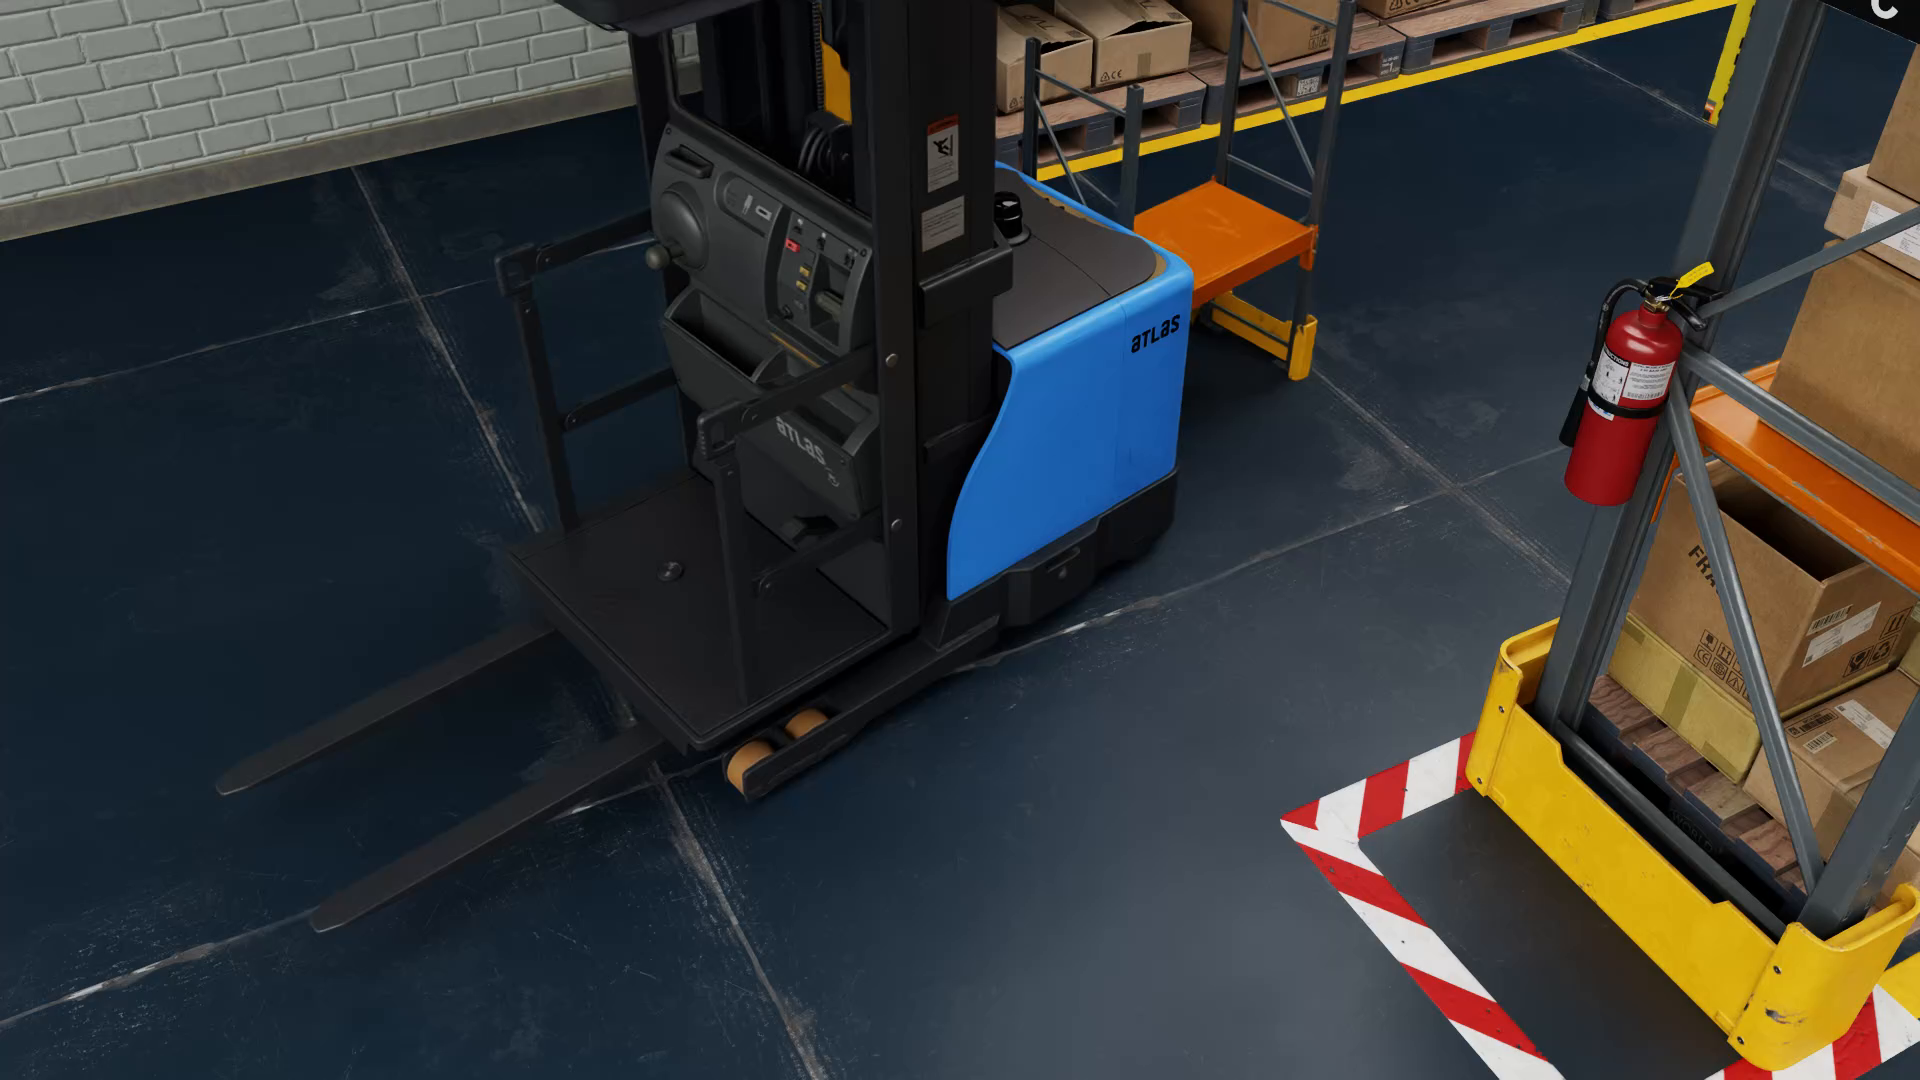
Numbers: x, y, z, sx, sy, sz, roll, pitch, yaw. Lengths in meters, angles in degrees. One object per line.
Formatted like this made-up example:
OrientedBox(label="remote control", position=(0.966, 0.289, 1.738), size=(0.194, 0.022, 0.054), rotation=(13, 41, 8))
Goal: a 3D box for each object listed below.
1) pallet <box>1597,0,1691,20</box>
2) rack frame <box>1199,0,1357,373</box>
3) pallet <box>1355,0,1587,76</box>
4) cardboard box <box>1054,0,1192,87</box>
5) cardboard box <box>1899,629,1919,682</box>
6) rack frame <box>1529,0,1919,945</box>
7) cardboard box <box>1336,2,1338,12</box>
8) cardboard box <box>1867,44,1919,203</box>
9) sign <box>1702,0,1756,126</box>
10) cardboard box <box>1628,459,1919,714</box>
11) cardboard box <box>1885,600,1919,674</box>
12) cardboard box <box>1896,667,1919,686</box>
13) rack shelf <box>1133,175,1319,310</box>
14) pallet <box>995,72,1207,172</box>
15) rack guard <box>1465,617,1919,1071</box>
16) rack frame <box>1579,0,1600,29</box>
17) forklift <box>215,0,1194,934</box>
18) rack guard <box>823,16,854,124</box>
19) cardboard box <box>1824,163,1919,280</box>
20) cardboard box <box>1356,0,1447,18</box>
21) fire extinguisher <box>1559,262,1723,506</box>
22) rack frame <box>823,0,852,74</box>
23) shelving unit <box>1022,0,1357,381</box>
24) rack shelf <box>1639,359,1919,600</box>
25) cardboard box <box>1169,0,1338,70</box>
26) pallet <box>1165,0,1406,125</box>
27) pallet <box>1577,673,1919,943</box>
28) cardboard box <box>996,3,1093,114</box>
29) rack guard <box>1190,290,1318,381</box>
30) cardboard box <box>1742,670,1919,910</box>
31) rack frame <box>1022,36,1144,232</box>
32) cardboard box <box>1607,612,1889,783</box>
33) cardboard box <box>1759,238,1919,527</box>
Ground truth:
OrientedBox(label="pallet", position=(3.865, -3.390, 9.591), size=(1.213, 0.211, 1.003), rotation=(-19, 44, -21))
OrientedBox(label="rack frame", position=(1.152, -1.347, 6.181), size=(0.032, 1.500, 0.500), rotation=(-29, 48, -30))
OrientedBox(label="pallet", position=(2.596, -2.936, 9.055), size=(1.213, 0.211, 1.003), rotation=(-19, 44, -21))
OrientedBox(label="cardboard box", position=(0.788, -2.494, 8.115), size=(0.500, 0.311, 0.500), rotation=(-15, 43, -17))
OrientedBox(label="cardboard box", position=(2.940, 0.230, 4.379), size=(0.500, 0.500, 0.500), rotation=(-19, 44, -21))
OrientedBox(label="rack frame", position=(1.919, -0.190, 3.653), size=(0.127, 3.000, 1.000), rotation=(-19, 44, -21))
OrientedBox(label="cardboard box", position=(1.747, -2.835, 8.644), size=(0.250, 0.149, 0.380), rotation=(-22, 45, -24))
OrientedBox(label="cardboard box", position=(2.386, -0.871, 3.376), size=(0.500, 0.500, 0.700), rotation=(-18, 44, -20))
OrientedBox(label="sign", position=(1.681, -1.037, 3.574), size=(0.005, 0.325, 0.100), rotation=(-19, 44, -21))
OrientedBox(label="cardboard box", position=(2.257, 0.083, 4.553), size=(0.500, 0.500, 0.500), rotation=(-19, 44, -21))
OrientedBox(label="cardboard box", position=(2.696, 0.214, 4.979), size=(0.500, 0.250, 0.500), rotation=(-19, 44, -21))
OrientedBox(label="cardboard box", position=(2.939, 0.515, 4.623), size=(0.500, 0.250, 0.500), rotation=(-19, 44, -21))
OrientedBox(label="rack shelf", position=(0.769, -0.995, 6.043), size=(1.000, 0.185, 0.538), rotation=(-29, 48, -30))
OrientedBox(label="pallet", position=(0.432, -2.208, 8.195), size=(1.213, 0.211, 1.003), rotation=(-19, 44, -21))
OrientedBox(label="rack guard", position=(1.898, 0.771, 4.452), size=(0.348, 0.500, 1.175), rotation=(-19, 44, -21))
OrientedBox(label="rack frame", position=(3.175, -4.221, 8.415), size=(0.127, 3.000, 1.000), rotation=(-19, 44, -21))
OrientedBox(label="forklift", position=(-0.707, -0.753, 4.371), size=(3.031, 2.935, 1.130), rotation=(-29, 48, -30))
OrientedBox(label="rack guard", position=(-0.305, -2.096, 7.839), size=(0.348, 0.500, 1.175), rotation=(-19, 44, -21))
OrientedBox(label="cardboard box", position=(2.170, -0.699, 3.674), size=(0.250, 0.149, 0.380), rotation=(-19, 44, -21))
OrientedBox(label="cardboard box", position=(2.273, -3.102, 8.687), size=(0.500, 0.500, 0.500), rotation=(-22, 45, -24))
OrientedBox(label="fire extinguisher", position=(1.599, -0.391, 3.950), size=(0.183, 0.674, 0.296), rotation=(-19, 44, -21))
OrientedBox(label="rack frame", position=(-0.373, -3.027, 7.005), size=(0.127, 3.000, 1.000), rotation=(-19, 44, -21))
OrientedBox(label="shelving unit", position=(0.775, -1.136, 5.931), size=(1.083, 1.500, 0.587), rotation=(-29, 48, -30))
OrientedBox(label="rack shelf", position=(3.693, -0.512, 4.590), size=(4.000, 0.370, 1.077), rotation=(-19, 44, -21))
OrientedBox(label="cardboard box", position=(1.462, -2.756, 8.279), size=(0.500, 0.500, 0.700), rotation=(-21, 45, -23))
OrientedBox(label="pallet", position=(1.512, -2.569, 8.622), size=(1.213, 0.211, 1.003), rotation=(-19, 44, -21))
OrientedBox(label="pallet", position=(2.578, 0.622, 4.851), size=(1.213, 0.211, 1.003), rotation=(-19, 44, -21))
OrientedBox(label="cardboard box", position=(0.283, -2.324, 7.914), size=(0.500, 0.311, 0.500), rotation=(-24, 46, -25))
OrientedBox(label="rack guard", position=(1.151, -0.870, 6.584), size=(0.087, 0.250, 0.587), rotation=(-29, 48, -30))
OrientedBox(label="cardboard box", position=(2.497, 0.667, 4.444), size=(0.500, 0.250, 0.500), rotation=(-19, 44, -21))
OrientedBox(label="rack frame", position=(0.385, -0.917, 5.672), size=(0.032, 1.500, 0.500), rotation=(-29, 48, -30))
OrientedBox(label="cardboard box", position=(2.258, 0.370, 4.794), size=(0.500, 0.250, 0.500), rotation=(-19, 44, -21))
OrientedBox(label="cardboard box", position=(2.339, -0.360, 3.776), size=(0.500, 0.500, 0.700), rotation=(-19, 44, -21))
